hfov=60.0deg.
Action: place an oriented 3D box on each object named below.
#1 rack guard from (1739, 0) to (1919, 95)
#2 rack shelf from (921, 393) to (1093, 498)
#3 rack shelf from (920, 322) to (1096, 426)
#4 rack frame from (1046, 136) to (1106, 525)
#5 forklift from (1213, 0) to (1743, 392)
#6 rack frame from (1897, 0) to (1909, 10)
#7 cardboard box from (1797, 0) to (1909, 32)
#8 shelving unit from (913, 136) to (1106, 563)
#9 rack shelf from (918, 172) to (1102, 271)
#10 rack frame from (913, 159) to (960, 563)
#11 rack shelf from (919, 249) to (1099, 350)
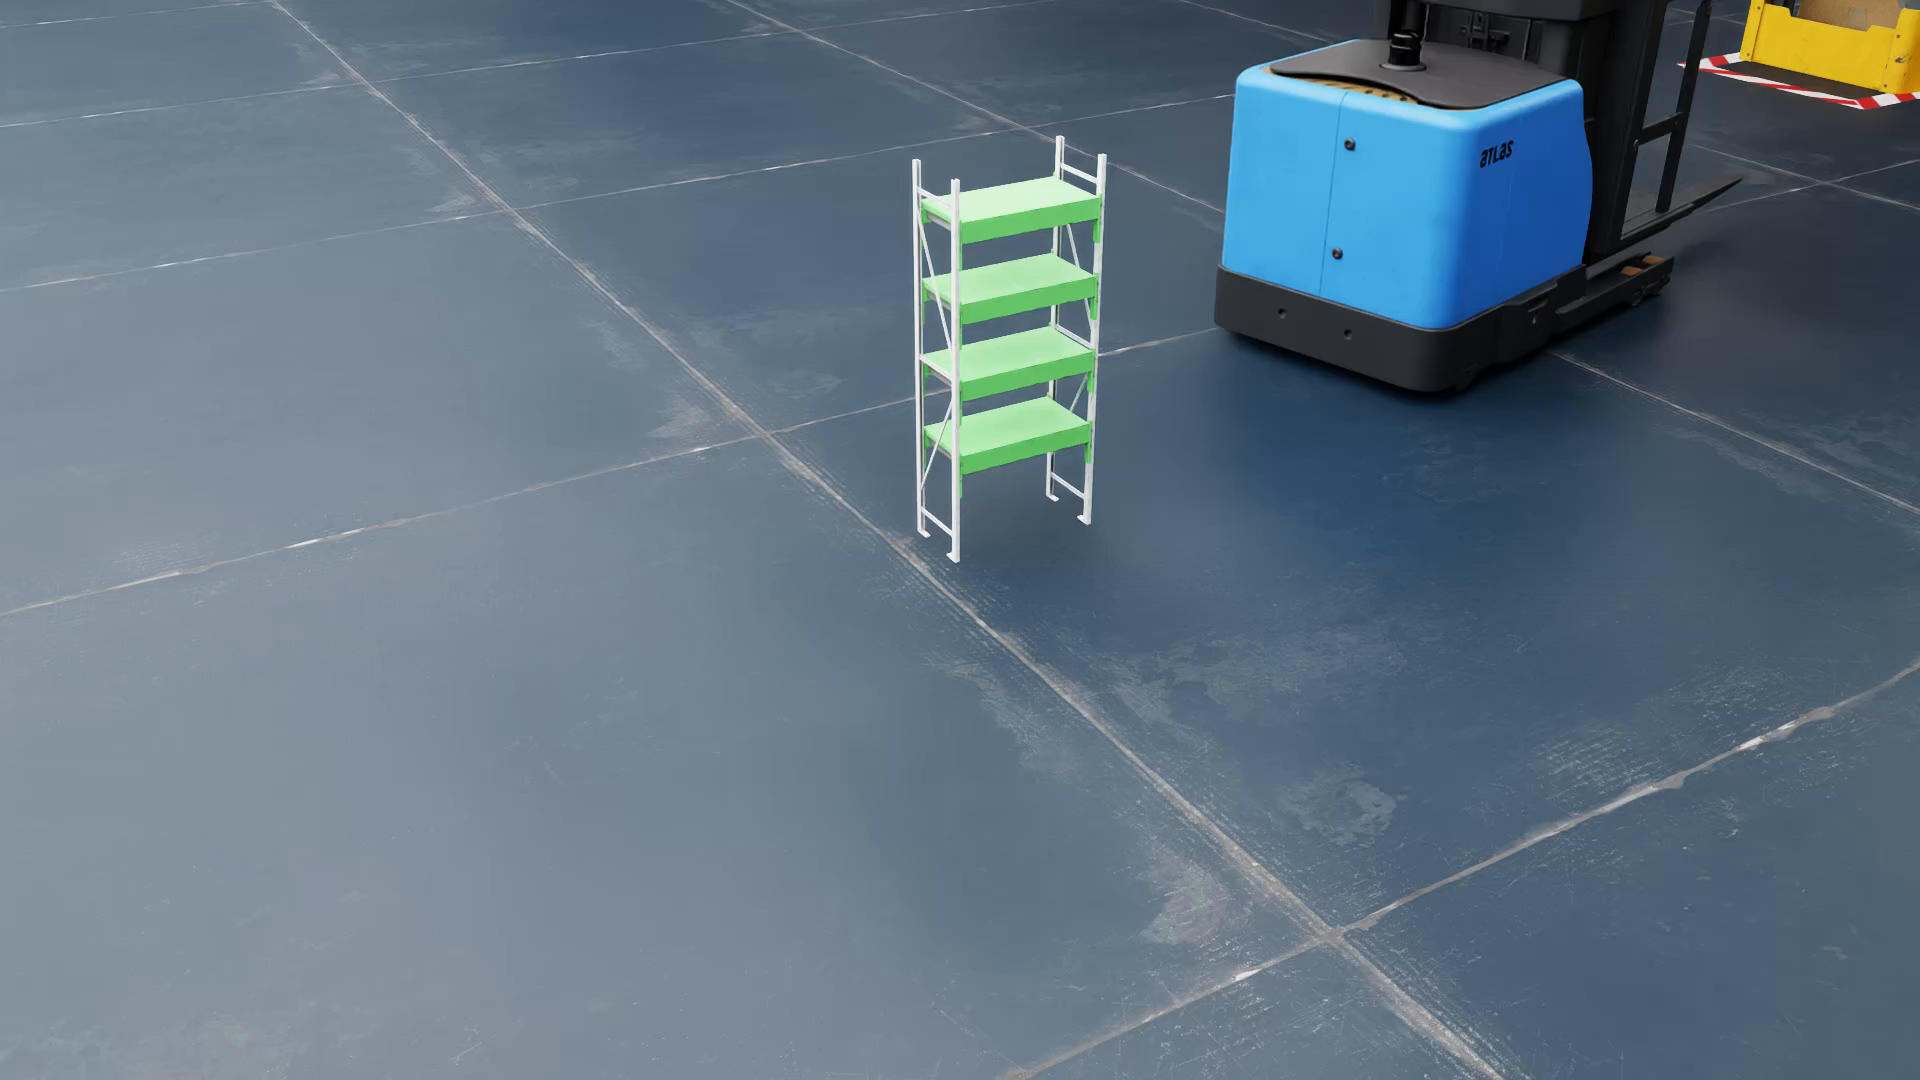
[{"bbox_3d":[5.596,-3.225,10.576,0.348,0.500,1.175,-16,33,-26],"label":"rack guard"},{"bbox_3d":[0.143,-0.300,5.180,0.480,0.148,0.258,-16,33,-26],"label":"rack shelf"},{"bbox_3d":[0.143,-0.510,5.064,0.480,0.148,0.258,-16,33,-26],"label":"rack shelf"},{"bbox_3d":[0.353,-0.626,5.142,0.015,1.200,0.240,-16,33,-26],"label":"rack frame"},{"bbox_3d":[2.425,-2.433,6.624,3.031,2.935,1.130,-25,38,-38],"label":"forklift"},{"bbox_3d":[5.615,-4.326,9.985,0.053,2.616,0.949,-16,33,-26],"label":"rack frame"},{"bbox_3d":[6.168,-3.772,10.745,0.875,0.875,0.875,-16,33,-26],"label":"cardboard box"},{"bbox_3d":[0.143,-0.566,5.034,0.503,1.200,0.258,-16,33,-26],"label":"shelving unit"},{"bbox_3d":[0.143,-0.930,4.832,0.480,0.148,0.258,-16,33,-26],"label":"rack shelf"},{"bbox_3d":[-0.068,-0.506,4.925,0.015,1.200,0.240,-16,33,-26],"label":"rack frame"},{"bbox_3d":[0.143,-0.720,4.948,0.480,0.148,0.258,-16,33,-26],"label":"rack shelf"}]
